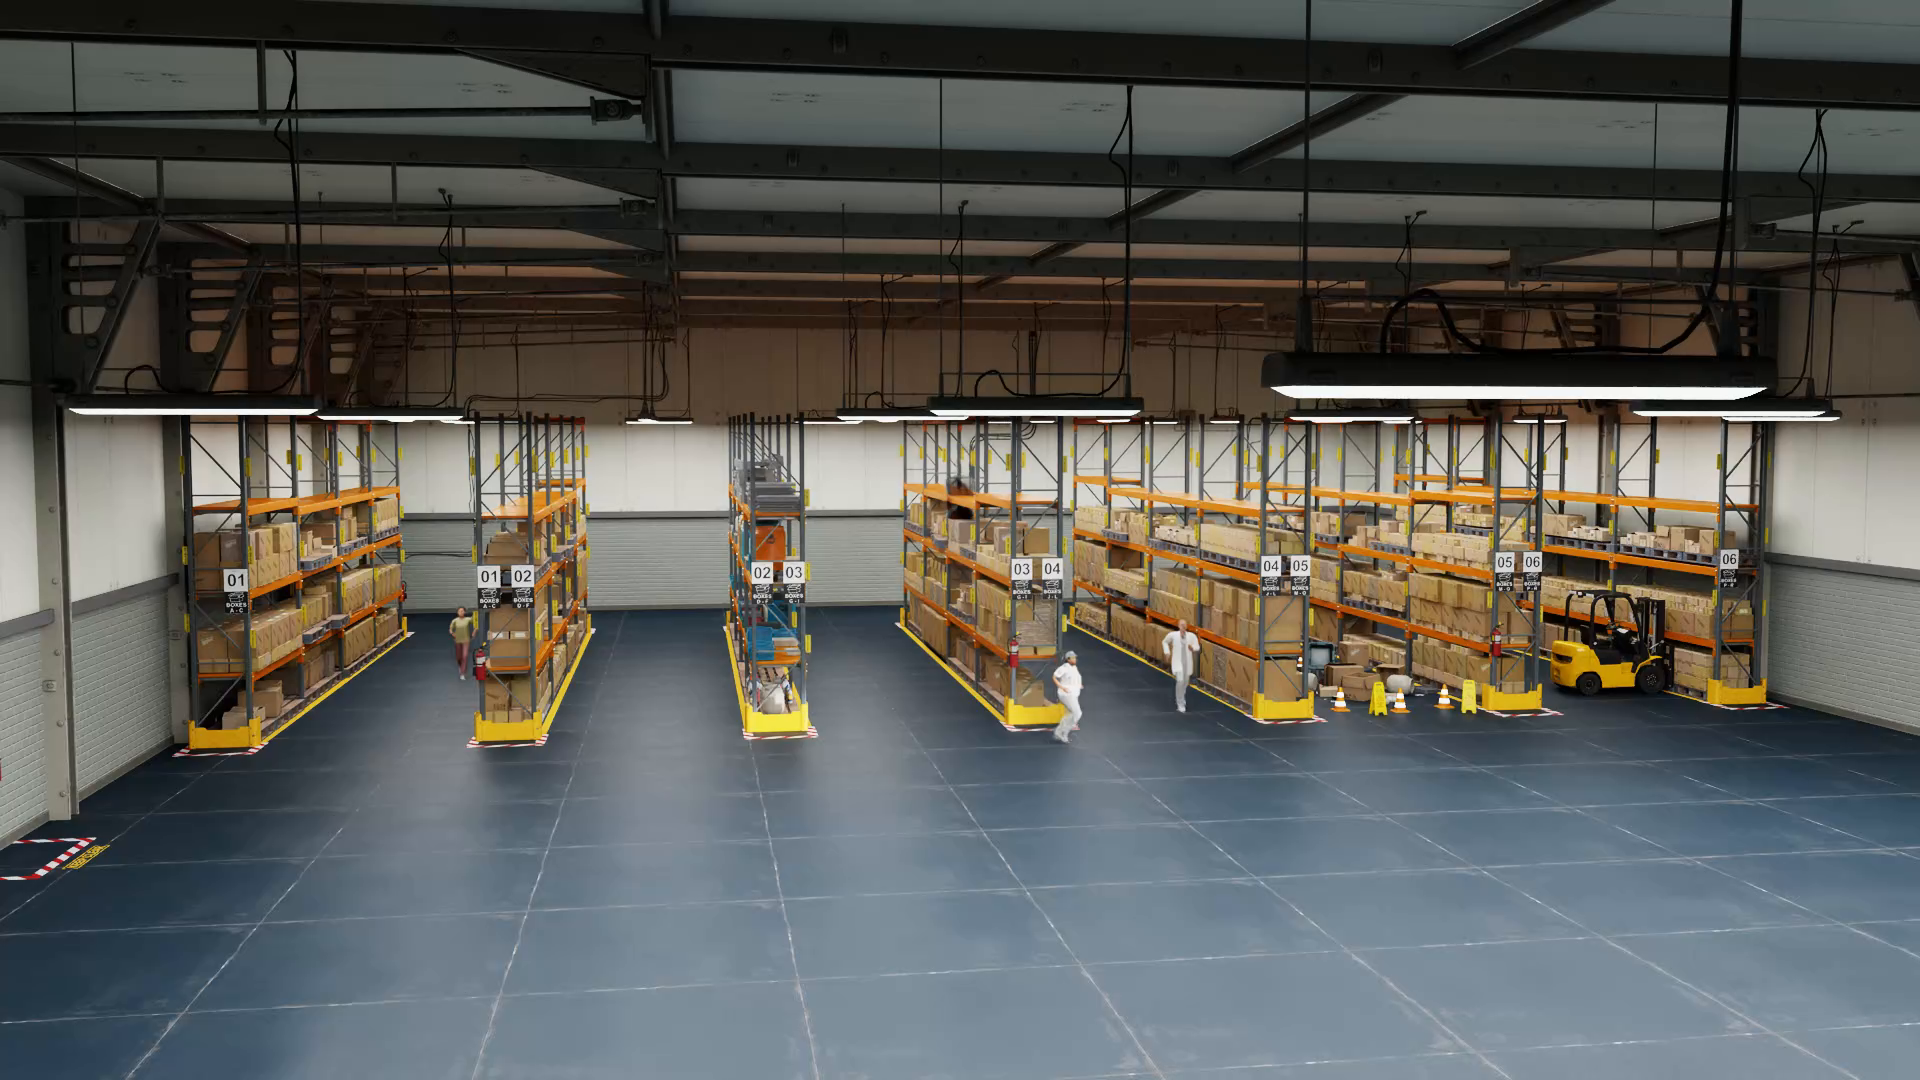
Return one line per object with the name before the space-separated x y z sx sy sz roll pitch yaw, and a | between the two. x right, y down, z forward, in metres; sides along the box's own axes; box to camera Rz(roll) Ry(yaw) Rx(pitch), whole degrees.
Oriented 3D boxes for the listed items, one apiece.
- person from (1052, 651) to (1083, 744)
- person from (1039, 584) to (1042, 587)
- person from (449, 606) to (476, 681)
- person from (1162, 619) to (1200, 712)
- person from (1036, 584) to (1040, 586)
person | 1.997 2.852 30.239 0.594 1.664 0.634 2 4 28
person | 2.170 1.638 48.525 0.583 1.581 0.755 3 5 40
person | -11.312 2.329 37.837 0.592 1.644 0.945 -1 4 -13
person | 4.505 2.530 33.779 0.679 1.839 0.894 -1 4 -10
person | 2.077 1.595 48.021 0.786 1.772 0.686 1 4 18
